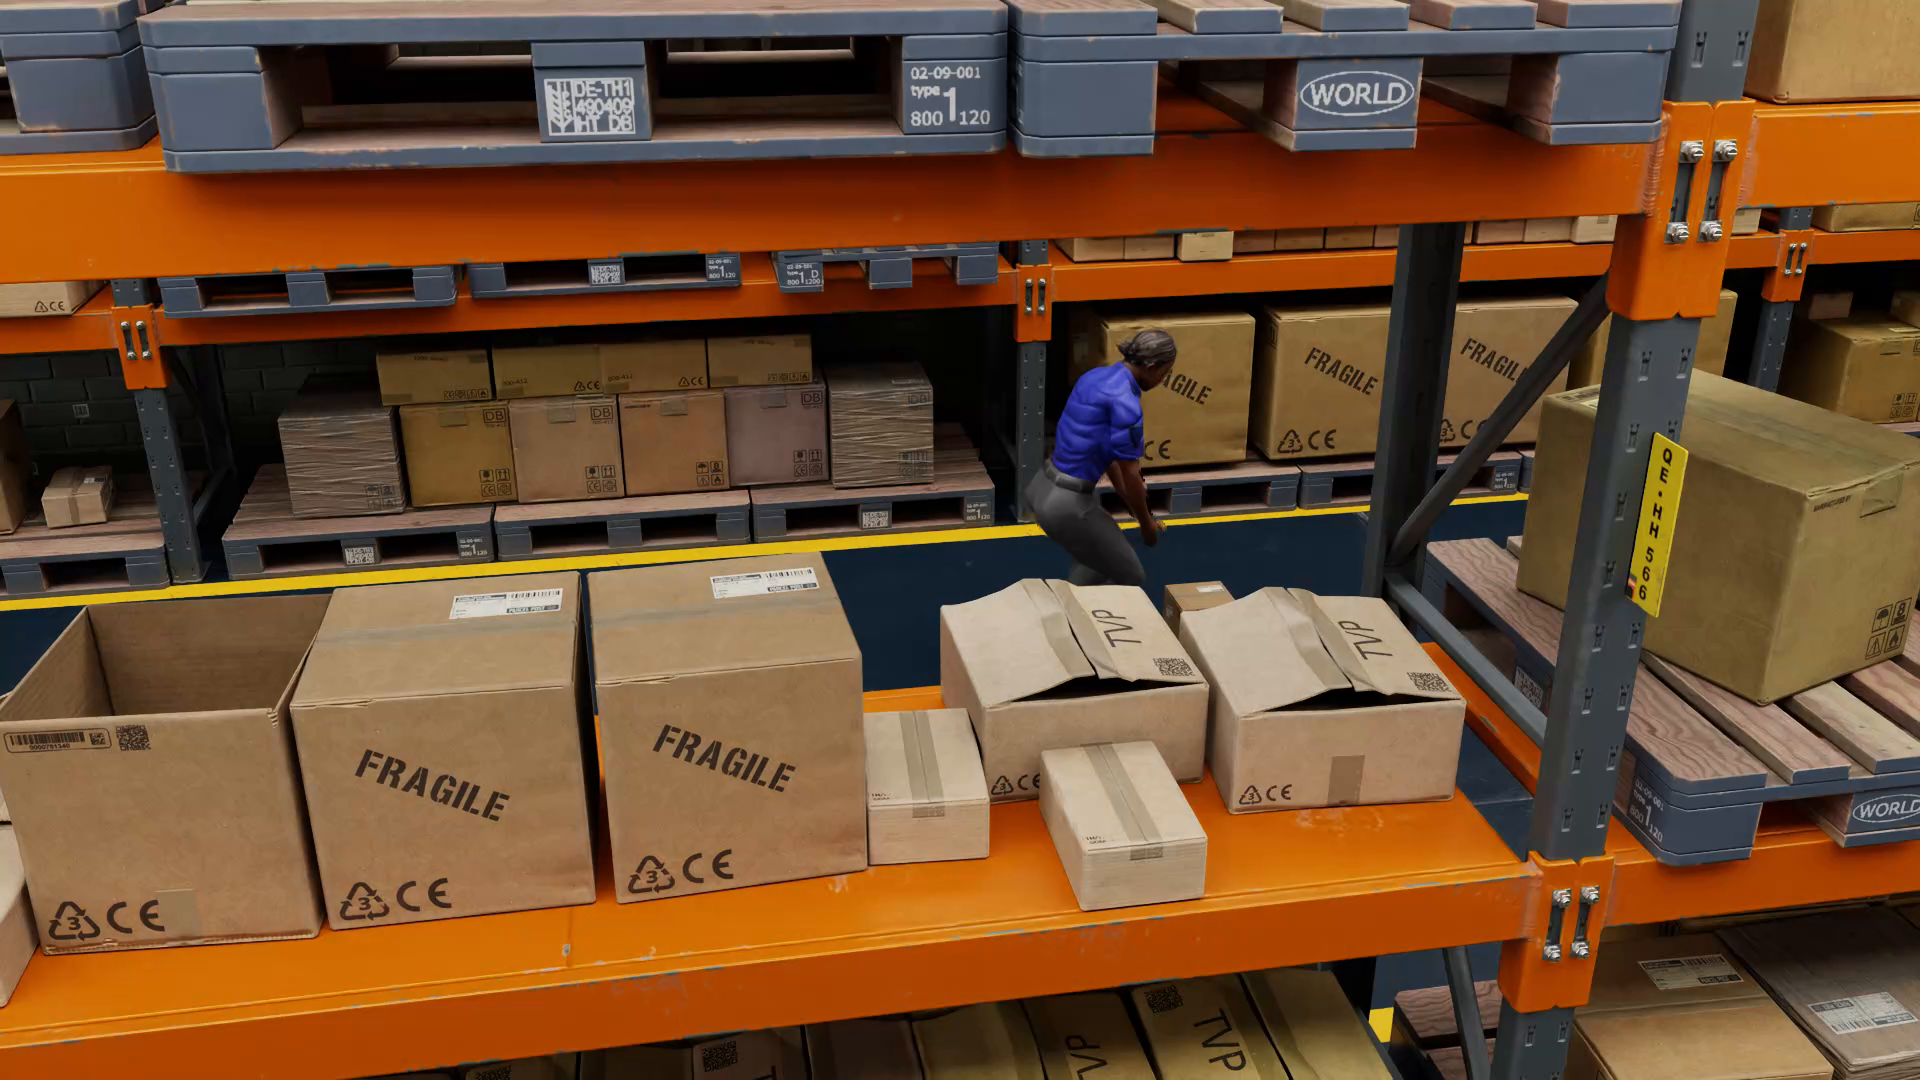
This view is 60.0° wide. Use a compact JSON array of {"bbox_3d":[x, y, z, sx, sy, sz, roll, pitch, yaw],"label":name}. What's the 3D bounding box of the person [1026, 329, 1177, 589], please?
[{"bbox_3d":[0.564,-0.162,6.795,0.598,1.416,0.494,-4,24,-9],"label":"person"}]
